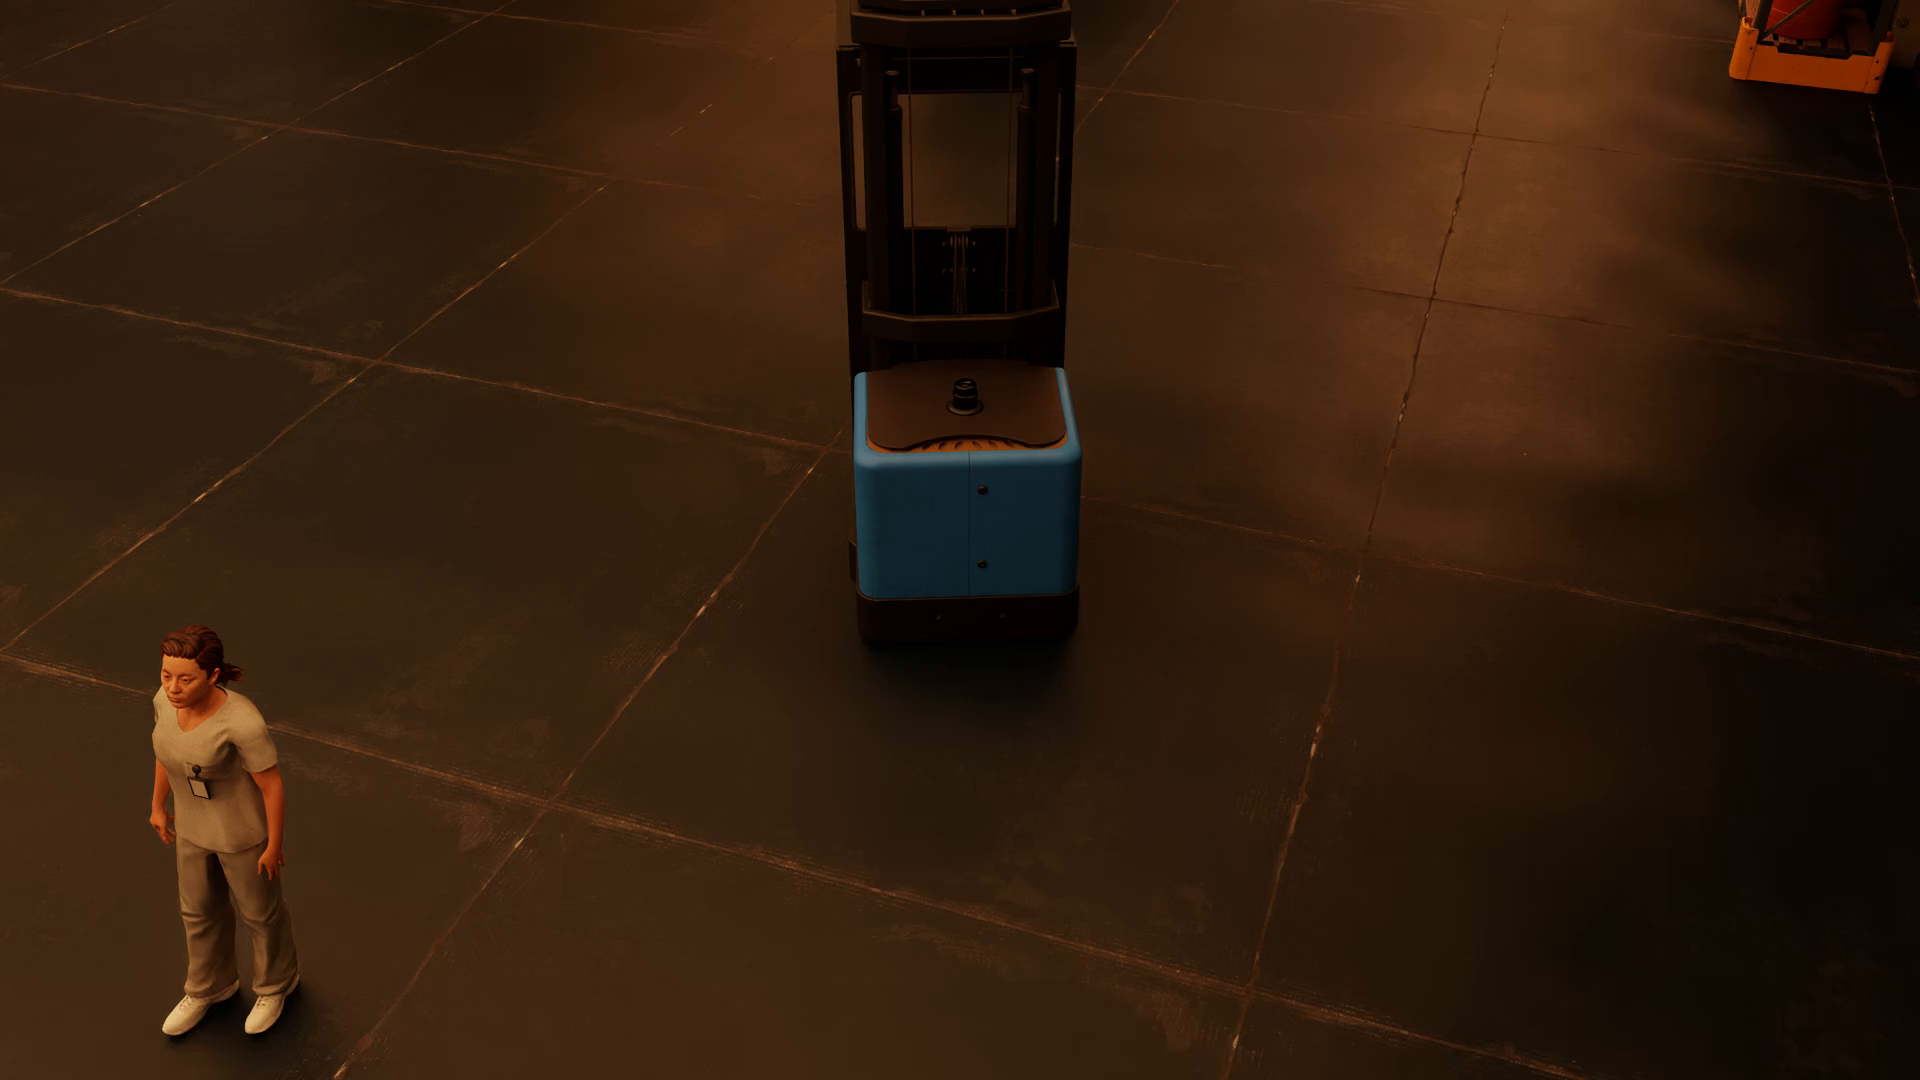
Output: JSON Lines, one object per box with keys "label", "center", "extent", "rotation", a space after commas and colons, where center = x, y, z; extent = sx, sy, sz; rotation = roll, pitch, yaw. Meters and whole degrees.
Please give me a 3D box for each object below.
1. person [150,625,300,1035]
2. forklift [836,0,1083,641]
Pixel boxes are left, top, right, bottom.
{"label": "person", "center": [-2.574, 1.037, 5.722], "extent": [0.550, 1.676, 0.550], "rotation": [12, 37, 16]}
{"label": "forklift", "center": [-0.029, -1.547, 8.293], "extent": [1.130, 2.935, 3.031], "rotation": [-2, 35, -2]}
